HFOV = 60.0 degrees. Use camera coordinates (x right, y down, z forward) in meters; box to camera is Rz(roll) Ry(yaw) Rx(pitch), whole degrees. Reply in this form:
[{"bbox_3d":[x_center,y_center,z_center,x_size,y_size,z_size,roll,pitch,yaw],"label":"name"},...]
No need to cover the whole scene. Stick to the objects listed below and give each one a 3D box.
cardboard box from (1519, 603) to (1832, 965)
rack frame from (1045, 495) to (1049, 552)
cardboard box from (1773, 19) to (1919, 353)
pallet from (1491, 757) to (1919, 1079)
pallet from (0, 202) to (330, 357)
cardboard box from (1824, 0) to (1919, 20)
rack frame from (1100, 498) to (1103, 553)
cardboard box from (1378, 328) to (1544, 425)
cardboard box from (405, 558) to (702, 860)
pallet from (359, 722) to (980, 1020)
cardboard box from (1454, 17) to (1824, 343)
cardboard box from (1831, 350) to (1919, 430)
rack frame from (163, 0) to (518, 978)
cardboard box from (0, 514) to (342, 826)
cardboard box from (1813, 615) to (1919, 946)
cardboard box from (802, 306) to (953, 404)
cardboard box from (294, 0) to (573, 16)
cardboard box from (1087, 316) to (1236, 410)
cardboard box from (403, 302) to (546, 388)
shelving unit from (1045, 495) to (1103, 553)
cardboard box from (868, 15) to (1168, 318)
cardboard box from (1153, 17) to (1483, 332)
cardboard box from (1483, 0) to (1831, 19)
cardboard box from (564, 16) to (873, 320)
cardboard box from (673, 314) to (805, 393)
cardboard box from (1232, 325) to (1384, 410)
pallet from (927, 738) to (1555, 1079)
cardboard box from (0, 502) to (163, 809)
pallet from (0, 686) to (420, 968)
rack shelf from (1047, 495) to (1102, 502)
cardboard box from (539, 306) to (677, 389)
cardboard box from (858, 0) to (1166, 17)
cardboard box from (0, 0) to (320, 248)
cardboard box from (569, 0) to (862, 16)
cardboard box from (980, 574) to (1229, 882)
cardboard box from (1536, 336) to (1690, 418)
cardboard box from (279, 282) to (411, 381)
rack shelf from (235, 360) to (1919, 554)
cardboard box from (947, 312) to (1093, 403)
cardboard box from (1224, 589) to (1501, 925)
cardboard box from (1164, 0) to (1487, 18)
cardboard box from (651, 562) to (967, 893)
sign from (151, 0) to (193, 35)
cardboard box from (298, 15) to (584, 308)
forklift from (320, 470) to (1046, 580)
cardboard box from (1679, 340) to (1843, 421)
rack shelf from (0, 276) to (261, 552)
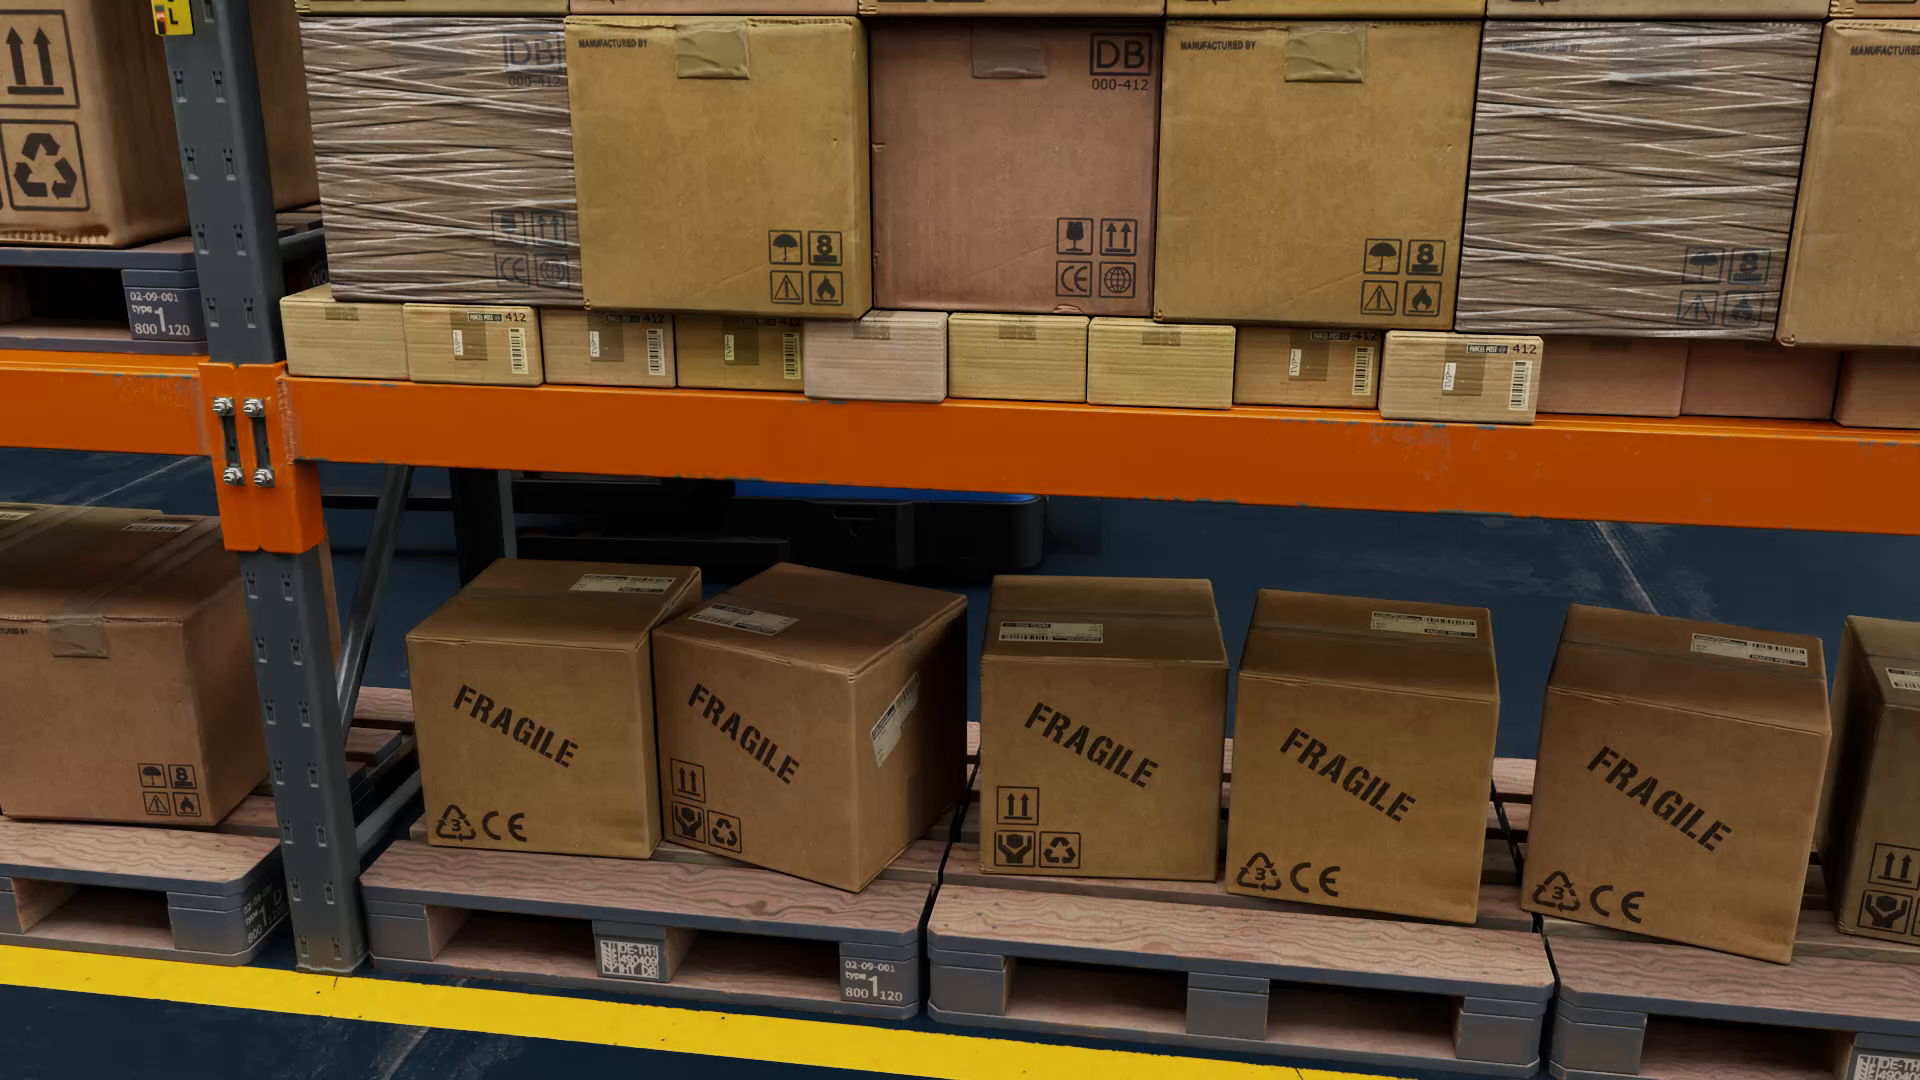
[{"bbox_3d":[1.467,0.478,3.424,0.500,0.500,0.500,8,20,23],"label":"cardboard box"},{"bbox_3d":[0.328,-0.421,6.142,0.006,0.900,0.240,1,19,4],"label":"rack frame"},{"bbox_3d":[1.625,-0.664,2.935,0.500,0.500,0.875,3,19,9],"label":"cardboard box"},{"bbox_3d":[1.805,0.815,3.536,1.213,0.211,1.003,3,19,9],"label":"pallet"},{"bbox_3d":[-2.005,-0.646,3.810,1.213,0.211,1.003,3,19,9],"label":"pallet"},{"bbox_3d":[1.599,-1.088,2.626,0.500,0.500,0.500,3,19,9],"label":"cardboard box"},{"bbox_3d":[0.530,-0.415,6.127,0.006,0.900,0.240,1,19,4],"label":"rack frame"},{"bbox_3d":[0.864,-0.325,2.943,0.250,0.149,0.380,3,19,9],"label":"cardboard box"},{"bbox_3d":[-0.884,0.366,3.761,0.500,0.500,0.500,2,19,7],"label":"cardboard box"},{"bbox_3d":[-0.604,0.692,3.903,1.213,0.211,1.003,3,19,9],"label":"pallet"},{"bbox_3d":[1.138,-0.703,3.050,0.500,0.500,0.875,3,19,9],"label":"cardboard box"},{"bbox_3d":[1.616,-0.309,2.896,0.250,0.149,0.380,3,19,9],"label":"cardboard box"},{"bbox_3d":[-1.273,-0.653,3.528,0.127,3.000,1.000,3,19,9],"label":"rack frame"},{"bbox_3d":[-1.876,0.286,3.968,0.500,0.500,0.700,1,19,4],"label":"cardboard box"},{"bbox_3d":[2.062,0.498,3.366,0.500,0.500,0.500,7,20,19],"label":"cardboard box"},{"bbox_3d":[-0.124,-0.373,3.088,0.250,0.149,0.380,3,19,9],"label":"cardboard box"},{"bbox_3d":[-0.869,-1.214,3.001,0.500,0.500,0.500,3,19,9],"label":"cardboard box"},{"bbox_3d":[0.375,-0.358,3.041,0.250,0.149,0.380,3,19,9],"label":"cardboard box"},{"bbox_3d":[-0.864,-0.412,3.204,0.250,0.149,0.380,3,19,9],"label":"cardboard box"},{"bbox_3d":[0.429,-0.418,6.134,0.210,0.900,0.258,1,19,4],"label":"shelving unit"},{"bbox_3d":[0.159,-0.770,3.251,0.500,0.500,0.875,3,19,9],"label":"cardboard box"},{"bbox_3d":[0.646,-0.732,3.137,0.500,0.500,0.875,3,19,9],"label":"cardboard box"},{"bbox_3d":[1.106,-1.114,2.704,0.500,0.500,0.500,3,19,9],"label":"cardboard box"},{"bbox_3d":[-0.351,-0.764,3.231,0.500,0.500,0.875,3,19,9],"label":"cardboard box"},{"bbox_3d":[-0.364,-0.399,3.164,0.250,0.149,0.380,3,19,9],"label":"cardboard box"},{"bbox_3d":[0.629,-0.359,3.046,0.250,0.149,0.380,3,19,9],"label":"cardboard box"},{"bbox_3d":[0.604,0.752,3.722,1.213,0.211,1.003,3,19,9],"label":"pallet"},{"bbox_3d":[-2.344,0.256,4.057,0.500,0.500,0.700,3,19,8],"label":"cardboard box"},{"bbox_3d":[-2.042,0.630,4.086,1.213,0.211,1.003,3,19,9],"label":"pallet"},{"bbox_3d":[0.429,-0.216,6.202,0.200,0.077,0.258,1,19,4],"label":"rack shelf"},{"bbox_3d":[-0.613,-0.409,3.193,0.250,0.149,0.380,3,19,9],"label":"cardboard box"},{"bbox_3d":[0.118,-1.164,2.851,0.500,0.500,0.500,3,19,9],"label":"cardboard box"},{"bbox_3d":[-2.035,-1.221,3.617,1.000,1.000,1.000,3,19,9],"label":"cardboard box"},{"bbox_3d":[-0.375,-1.189,2.927,0.500,0.500,0.500,3,19,9],"label":"cardboard box"},{"bbox_3d":[0.308,0.399,3.662,0.500,0.500,0.500,1,19,4],"label":"cardboard box"},{"bbox_3d":[1.125,-0.340,2.989,0.250,0.149,0.380,3,19,9],"label":"cardboard box"},{"bbox_3d":[-1.109,-0.429,3.254,0.250,0.149,0.380,3,19,9],"label":"cardboard box"},{"bbox_3d":[0.702,-0.211,3.342,4.000,0.370,1.077,3,19,9],"label":"rack shelf"},{"bbox_3d":[0.130,-0.374,3.089,0.250,0.149,0.380,3,19,9],"label":"cardboard box"},{"bbox_3d":[0.852,0.441,3.536,0.500,0.500,0.500,5,19,14],"label":"cardboard box"},{"bbox_3d":[0.614,-1.142,2.786,0.500,0.500,0.500,3,19,9],"label":"cardboard box"},{"bbox_3d":[-0.318,0.392,3.682,0.500,0.500,0.500,9,21,26],"label":"cardboard box"},{"bbox_3d":[-1.358,-1.028,2.824,0.005,0.325,0.100,3,19,9],"label":"sign"},{"bbox_3d":[-0.839,-0.800,3.340,0.500,0.500,0.875,3,19,9],"label":"cardboard box"},{"bbox_3d":[-1.192,-1.420,5.927,3.031,2.935,1.130,1,19,4],"label":"forklift"},{"bbox_3d":[1.376,-0.335,2.972,0.250,0.149,0.380,3,19,9],"label":"cardboard box"},{"bbox_3d":[-3.248,-0.413,3.943,4.000,0.370,1.077,3,19,9],"label":"rack shelf"}]
